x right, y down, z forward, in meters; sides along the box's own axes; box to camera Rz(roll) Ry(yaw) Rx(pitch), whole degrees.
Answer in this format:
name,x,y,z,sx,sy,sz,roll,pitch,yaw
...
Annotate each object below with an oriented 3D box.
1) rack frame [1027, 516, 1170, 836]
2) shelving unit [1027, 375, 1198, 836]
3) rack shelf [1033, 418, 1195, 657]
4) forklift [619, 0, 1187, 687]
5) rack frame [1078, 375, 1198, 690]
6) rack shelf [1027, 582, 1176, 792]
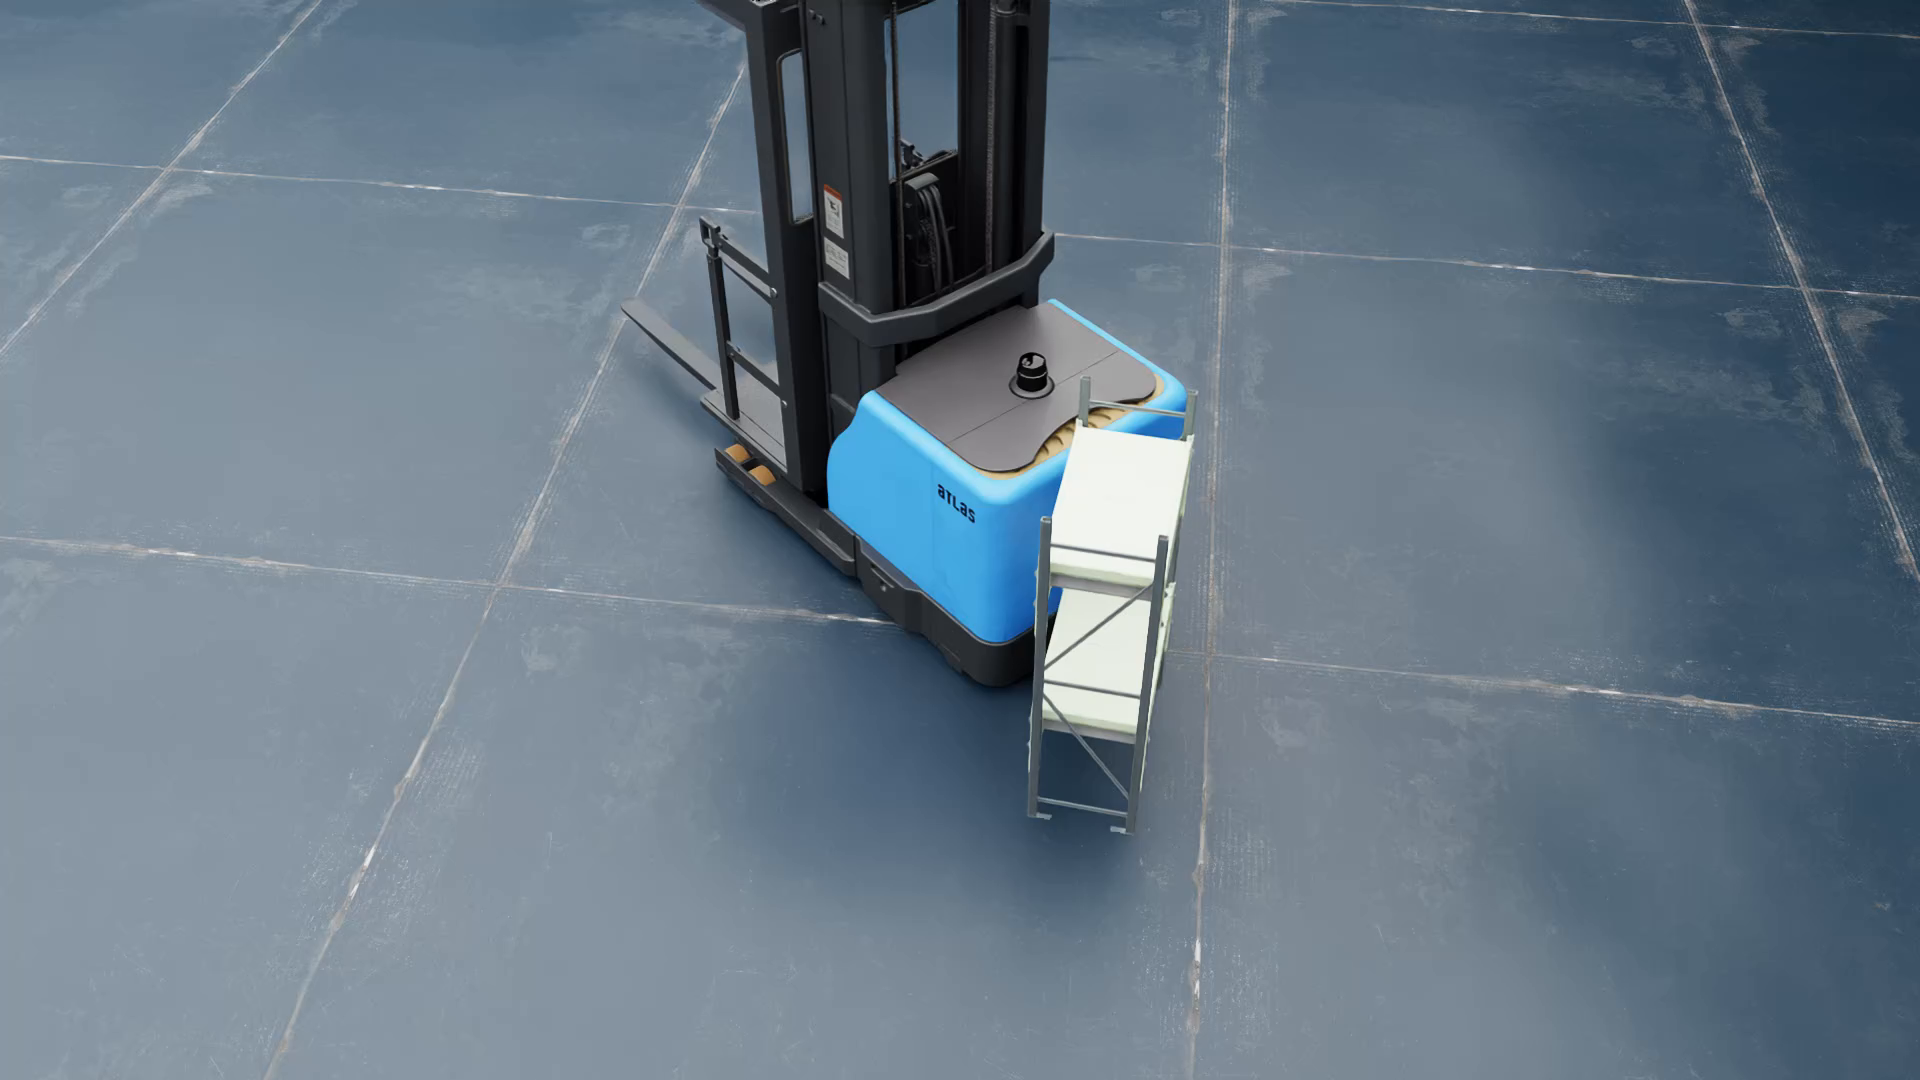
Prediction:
name,x,y,z,sx,sy,sz,roll,pitch,yaw
rack frame,0.447,0.509,5.644,0.400,1.500,0.023,9,44,9
shelving unit,0.528,0.263,5.903,0.431,1.500,0.755,9,44,9
rack shelf,0.528,-0.020,5.635,0.431,0.370,0.720,9,44,9
forklift,-0.450,-1.430,6.651,1.130,2.935,3.031,-30,51,-28
rack frame,0.608,0.018,6.163,0.400,1.500,0.023,9,44,9
rack shelf,0.528,0.500,6.128,0.431,0.370,0.720,9,44,9
